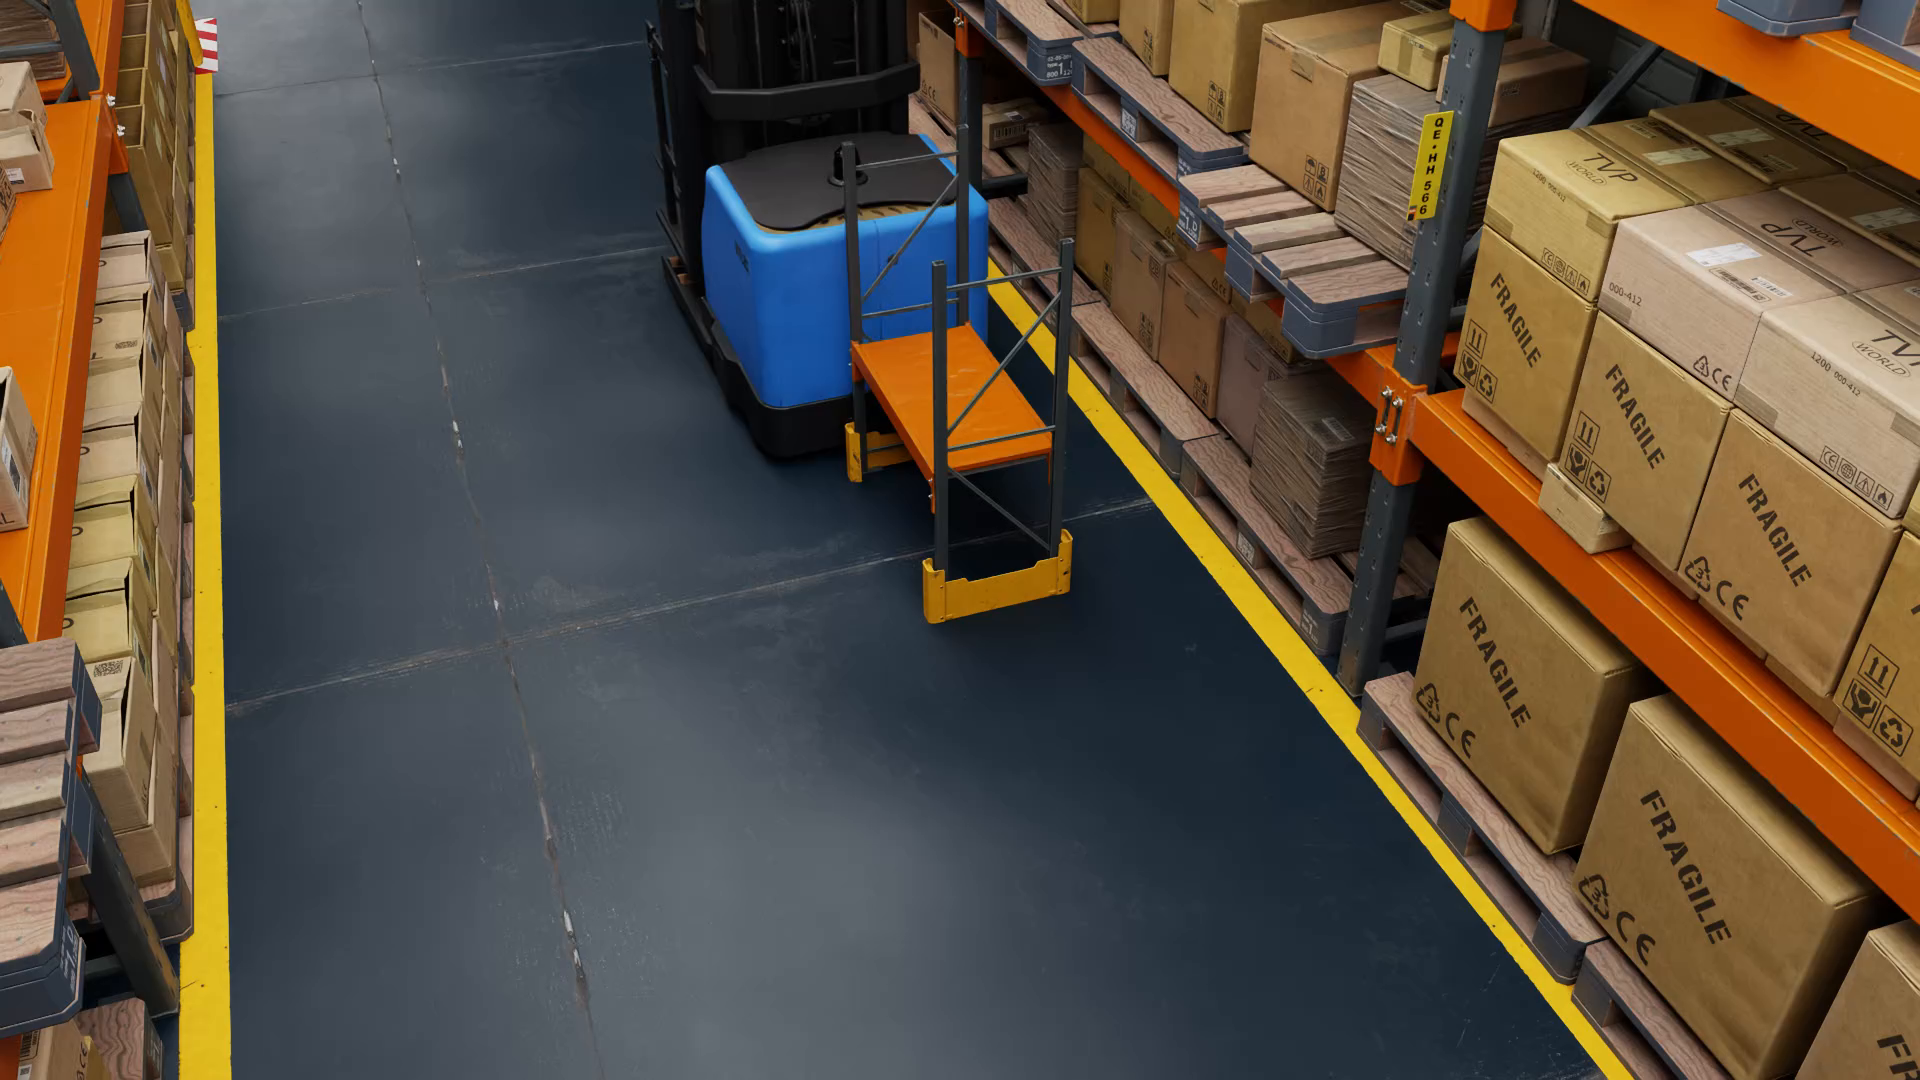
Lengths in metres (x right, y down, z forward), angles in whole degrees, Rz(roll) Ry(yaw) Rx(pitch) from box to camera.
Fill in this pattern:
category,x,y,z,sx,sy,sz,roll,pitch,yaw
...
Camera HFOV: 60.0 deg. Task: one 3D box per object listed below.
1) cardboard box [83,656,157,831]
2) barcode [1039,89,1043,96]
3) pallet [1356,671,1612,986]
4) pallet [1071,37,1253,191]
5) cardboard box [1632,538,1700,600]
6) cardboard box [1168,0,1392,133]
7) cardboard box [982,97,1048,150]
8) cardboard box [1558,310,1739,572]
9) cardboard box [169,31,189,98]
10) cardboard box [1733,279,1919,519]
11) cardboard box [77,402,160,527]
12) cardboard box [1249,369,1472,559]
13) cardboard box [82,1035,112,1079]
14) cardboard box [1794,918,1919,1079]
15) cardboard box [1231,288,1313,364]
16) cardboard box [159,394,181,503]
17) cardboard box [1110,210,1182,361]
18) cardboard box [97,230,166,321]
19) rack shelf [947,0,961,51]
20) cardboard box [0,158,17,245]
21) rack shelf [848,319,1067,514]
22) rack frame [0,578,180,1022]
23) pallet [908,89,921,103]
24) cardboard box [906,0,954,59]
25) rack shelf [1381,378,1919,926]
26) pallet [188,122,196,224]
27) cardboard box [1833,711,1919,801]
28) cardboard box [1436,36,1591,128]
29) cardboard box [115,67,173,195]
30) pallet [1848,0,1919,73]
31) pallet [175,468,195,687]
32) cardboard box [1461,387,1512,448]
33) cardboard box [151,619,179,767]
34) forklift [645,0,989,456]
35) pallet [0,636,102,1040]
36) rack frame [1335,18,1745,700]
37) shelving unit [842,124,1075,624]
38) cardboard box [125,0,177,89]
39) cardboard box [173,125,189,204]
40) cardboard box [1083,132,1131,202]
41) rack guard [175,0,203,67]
category,x,y,z,sx,sy,sz,roll,pitch,yaw
cardboard box,-2.693,0.617,4.908,0.500,0.311,0.500,-11,38,-14
barcode,0.474,-2.628,9.690,0.001,0.075,0.075,-12,39,-16
pallet,2.062,0.814,5.493,1.003,0.211,1.213,-12,39,-16
pallet,1.141,-1.794,6.798,1.003,0.211,1.213,-12,39,-16
cardboard box,2.050,-0.006,4.457,0.380,0.149,0.250,-13,39,-16
cardboard box,1.240,-1.939,6.382,0.700,0.500,0.500,-12,39,-16
cardboard box,0.272,-2.360,9.379,0.380,0.166,0.250,-18,40,-22
cardboard box,1.959,-0.302,4.311,0.500,0.500,0.500,-11,38,-14
cardboard box,-4.896,-2.800,9.910,0.500,0.250,0.500,-12,39,-16
cardboard box,2.137,-0.332,3.727,0.500,0.250,0.500,-12,39,-16
cardboard box,-3.233,-0.257,6.068,0.500,0.311,0.500,-13,39,-17
cardboard box,1.564,-0.334,6.412,0.700,0.500,0.500,-12,39,-15
cardboard box,-2.247,1.570,3.885,0.500,0.500,0.500,-11,38,-14
cardboard box,2.583,1.348,3.905,0.750,0.750,0.750,-11,38,-15
cardboard box,1.427,-0.968,6.631,0.500,0.250,0.500,-12,39,-15
cardboard box,-3.402,-0.313,6.608,0.500,0.250,0.500,-12,39,-15
cardboard box,1.116,-1.207,7.571,0.700,0.500,0.500,-12,39,-15
cardboard box,-3.757,-1.116,7.209,0.500,0.311,0.500,-12,39,-16
rack shelf,-0.204,-3.863,9.983,1.077,0.370,4.000,-12,39,-16
cardboard box,-3.735,-1.297,5.896,0.500,0.500,0.500,-10,38,-13
rack shelf,-0.029,-0.504,6.471,0.538,0.185,1.000,-12,39,-16
rack frame,-2.789,0.267,3.902,1.000,3.000,0.127,-12,39,-16
pallet,-0.203,-2.969,10.516,1.003,0.211,1.213,-12,39,-16
cardboard box,-0.337,-3.301,10.351,0.700,0.500,0.500,-15,39,-19
rack shelf,2.549,0.657,3.983,1.077,0.370,4.000,-12,39,-16
pallet,-4.823,-2.027,9.265,1.003,0.211,1.213,-12,39,-16
cardboard box,2.295,0.430,3.878,0.380,0.149,0.250,-12,39,-16
cardboard box,1.714,-1.424,5.159,0.380,0.149,0.250,-18,40,-22
cardboard box,-4.210,-1.969,8.184,0.500,0.500,0.500,-12,39,-16
pallet,2.520,-0.899,3.115,1.003,0.211,1.213,-11,38,-14
pallet,-3.452,0.220,6.283,1.003,0.211,1.213,-12,39,-16
cardboard box,1.757,-0.434,5.025,0.380,0.149,0.250,-13,39,-17
cardboard box,-2.867,0.557,5.453,0.500,0.250,0.500,-13,39,-17
forklift,-0.864,-2.414,7.519,1.130,2.935,3.031,-13,39,-17
pallet,-2.490,0.712,3.471,1.213,0.211,1.003,-12,39,-16
rack frame,1.861,-0.760,5.266,1.000,3.000,0.127,-12,39,-16
shelving unit,-0.026,-0.642,6.356,0.587,1.500,1.083,-12,39,-16
cardboard box,-4.720,-2.818,9.311,0.500,0.500,0.500,-12,39,-16
cardboard box,-4.375,-1.954,8.787,0.500,0.250,0.500,-12,39,-16
cardboard box,0.908,-1.836,7.784,0.500,0.250,0.500,-13,39,-17
rack guard,-5.550,-3.267,10.672,1.175,0.500,0.348,-12,39,-16
